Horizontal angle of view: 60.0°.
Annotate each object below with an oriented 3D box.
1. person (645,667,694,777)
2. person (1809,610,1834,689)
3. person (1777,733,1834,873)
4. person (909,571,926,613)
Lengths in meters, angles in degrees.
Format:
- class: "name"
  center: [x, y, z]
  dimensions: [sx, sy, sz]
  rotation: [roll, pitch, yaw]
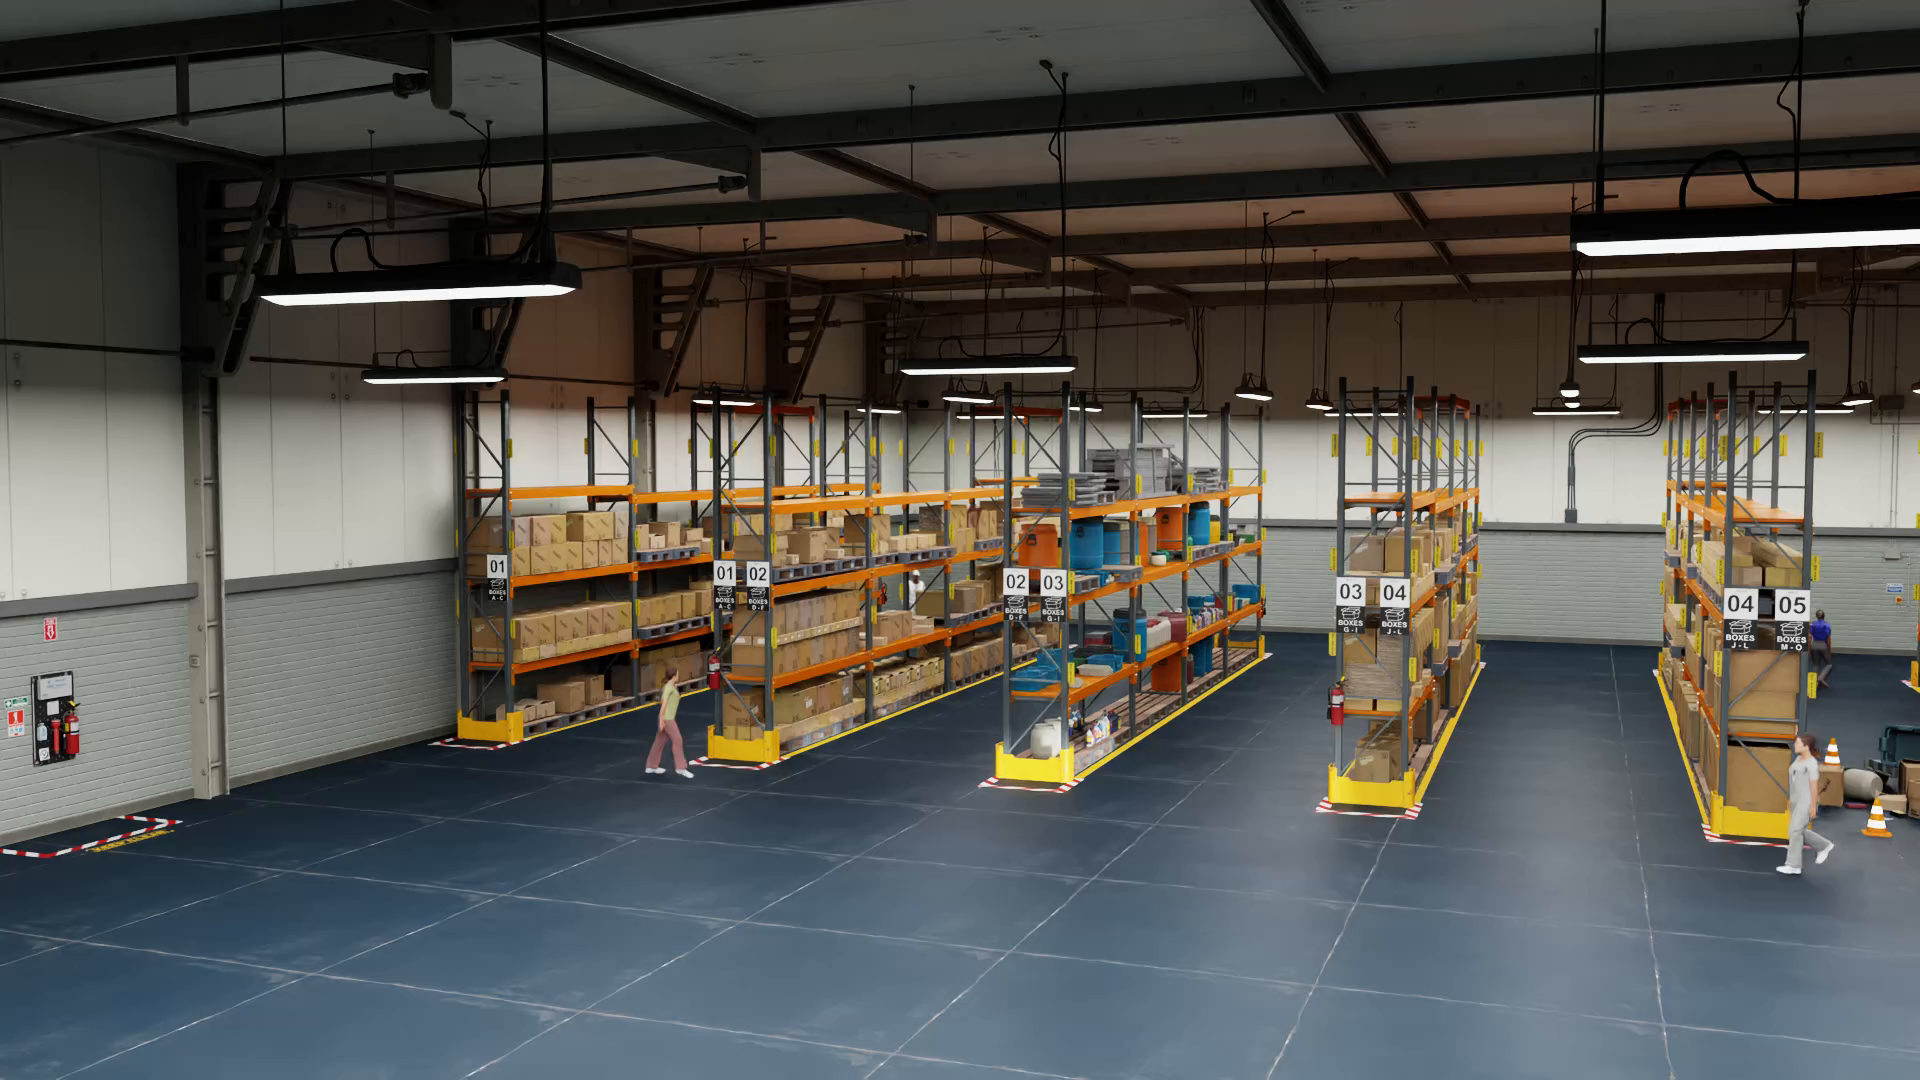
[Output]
- class: "person"
  center: [-4.452, 2.781, 25.476]
  dimensions: [0.752, 1.676, 0.501]
  rotation: [0, 3, -6]
- class: "person"
  center: [17.851, 2.282, 34.537]
  dimensions: [0.459, 1.643, 0.496]
  rotation: [-3, 4, -45]
- class: "person"
  center: [9.983, 3.088, 19.547]
  dimensions: [0.820, 1.642, 0.444]
  rotation: [-1, 3, -10]
- class: "person"
  center: [-1.171, 1.675, 44.238]
  dimensions: [0.576, 1.715, 1.110]
  rotation: [-1, 3, -20]
